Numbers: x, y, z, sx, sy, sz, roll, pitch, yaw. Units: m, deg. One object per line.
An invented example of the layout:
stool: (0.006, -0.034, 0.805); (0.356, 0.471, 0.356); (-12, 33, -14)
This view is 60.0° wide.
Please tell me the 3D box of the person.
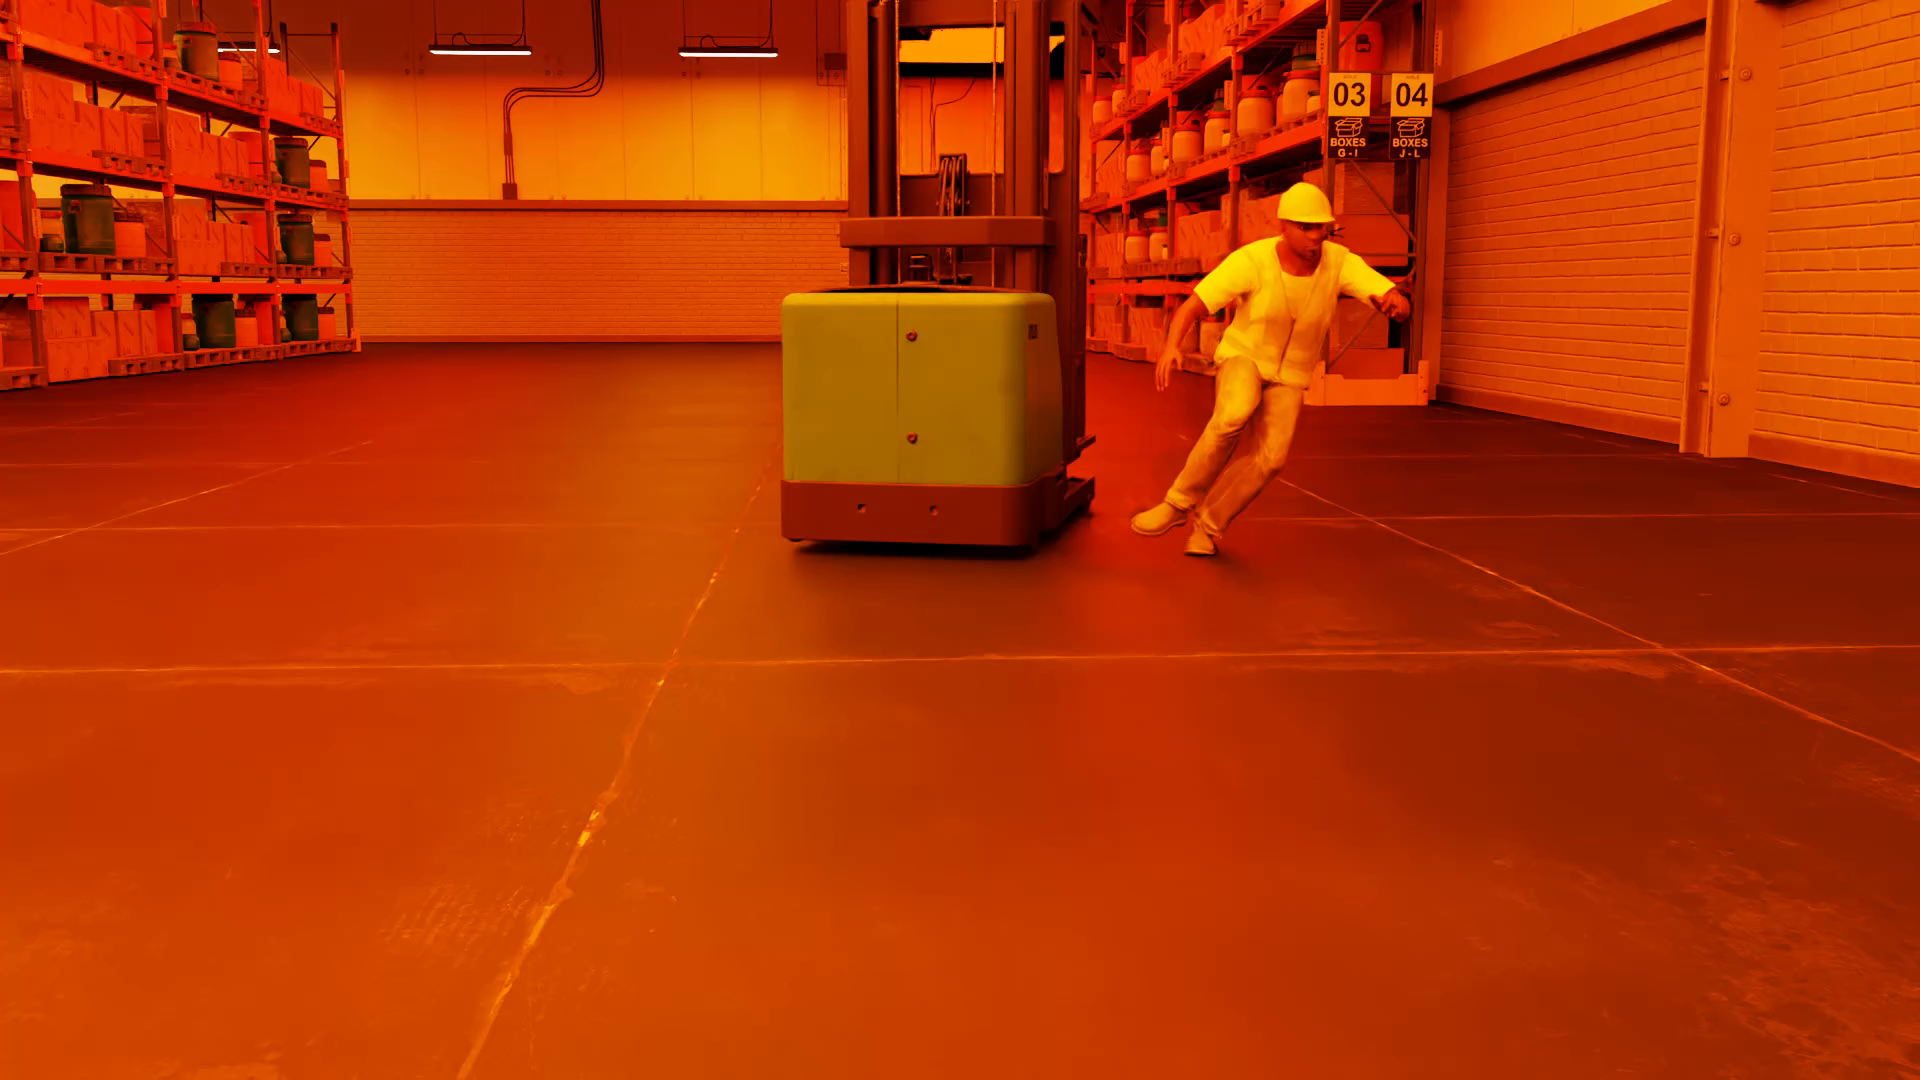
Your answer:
person: (1.242, -0.668, 6.706); (1.089, 1.519, 0.928); (-2, 9, -13)

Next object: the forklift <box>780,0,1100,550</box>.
forklift: (0.068, -1.586, 8.009); (1.130, 2.935, 3.031); (2, 9, 12)
